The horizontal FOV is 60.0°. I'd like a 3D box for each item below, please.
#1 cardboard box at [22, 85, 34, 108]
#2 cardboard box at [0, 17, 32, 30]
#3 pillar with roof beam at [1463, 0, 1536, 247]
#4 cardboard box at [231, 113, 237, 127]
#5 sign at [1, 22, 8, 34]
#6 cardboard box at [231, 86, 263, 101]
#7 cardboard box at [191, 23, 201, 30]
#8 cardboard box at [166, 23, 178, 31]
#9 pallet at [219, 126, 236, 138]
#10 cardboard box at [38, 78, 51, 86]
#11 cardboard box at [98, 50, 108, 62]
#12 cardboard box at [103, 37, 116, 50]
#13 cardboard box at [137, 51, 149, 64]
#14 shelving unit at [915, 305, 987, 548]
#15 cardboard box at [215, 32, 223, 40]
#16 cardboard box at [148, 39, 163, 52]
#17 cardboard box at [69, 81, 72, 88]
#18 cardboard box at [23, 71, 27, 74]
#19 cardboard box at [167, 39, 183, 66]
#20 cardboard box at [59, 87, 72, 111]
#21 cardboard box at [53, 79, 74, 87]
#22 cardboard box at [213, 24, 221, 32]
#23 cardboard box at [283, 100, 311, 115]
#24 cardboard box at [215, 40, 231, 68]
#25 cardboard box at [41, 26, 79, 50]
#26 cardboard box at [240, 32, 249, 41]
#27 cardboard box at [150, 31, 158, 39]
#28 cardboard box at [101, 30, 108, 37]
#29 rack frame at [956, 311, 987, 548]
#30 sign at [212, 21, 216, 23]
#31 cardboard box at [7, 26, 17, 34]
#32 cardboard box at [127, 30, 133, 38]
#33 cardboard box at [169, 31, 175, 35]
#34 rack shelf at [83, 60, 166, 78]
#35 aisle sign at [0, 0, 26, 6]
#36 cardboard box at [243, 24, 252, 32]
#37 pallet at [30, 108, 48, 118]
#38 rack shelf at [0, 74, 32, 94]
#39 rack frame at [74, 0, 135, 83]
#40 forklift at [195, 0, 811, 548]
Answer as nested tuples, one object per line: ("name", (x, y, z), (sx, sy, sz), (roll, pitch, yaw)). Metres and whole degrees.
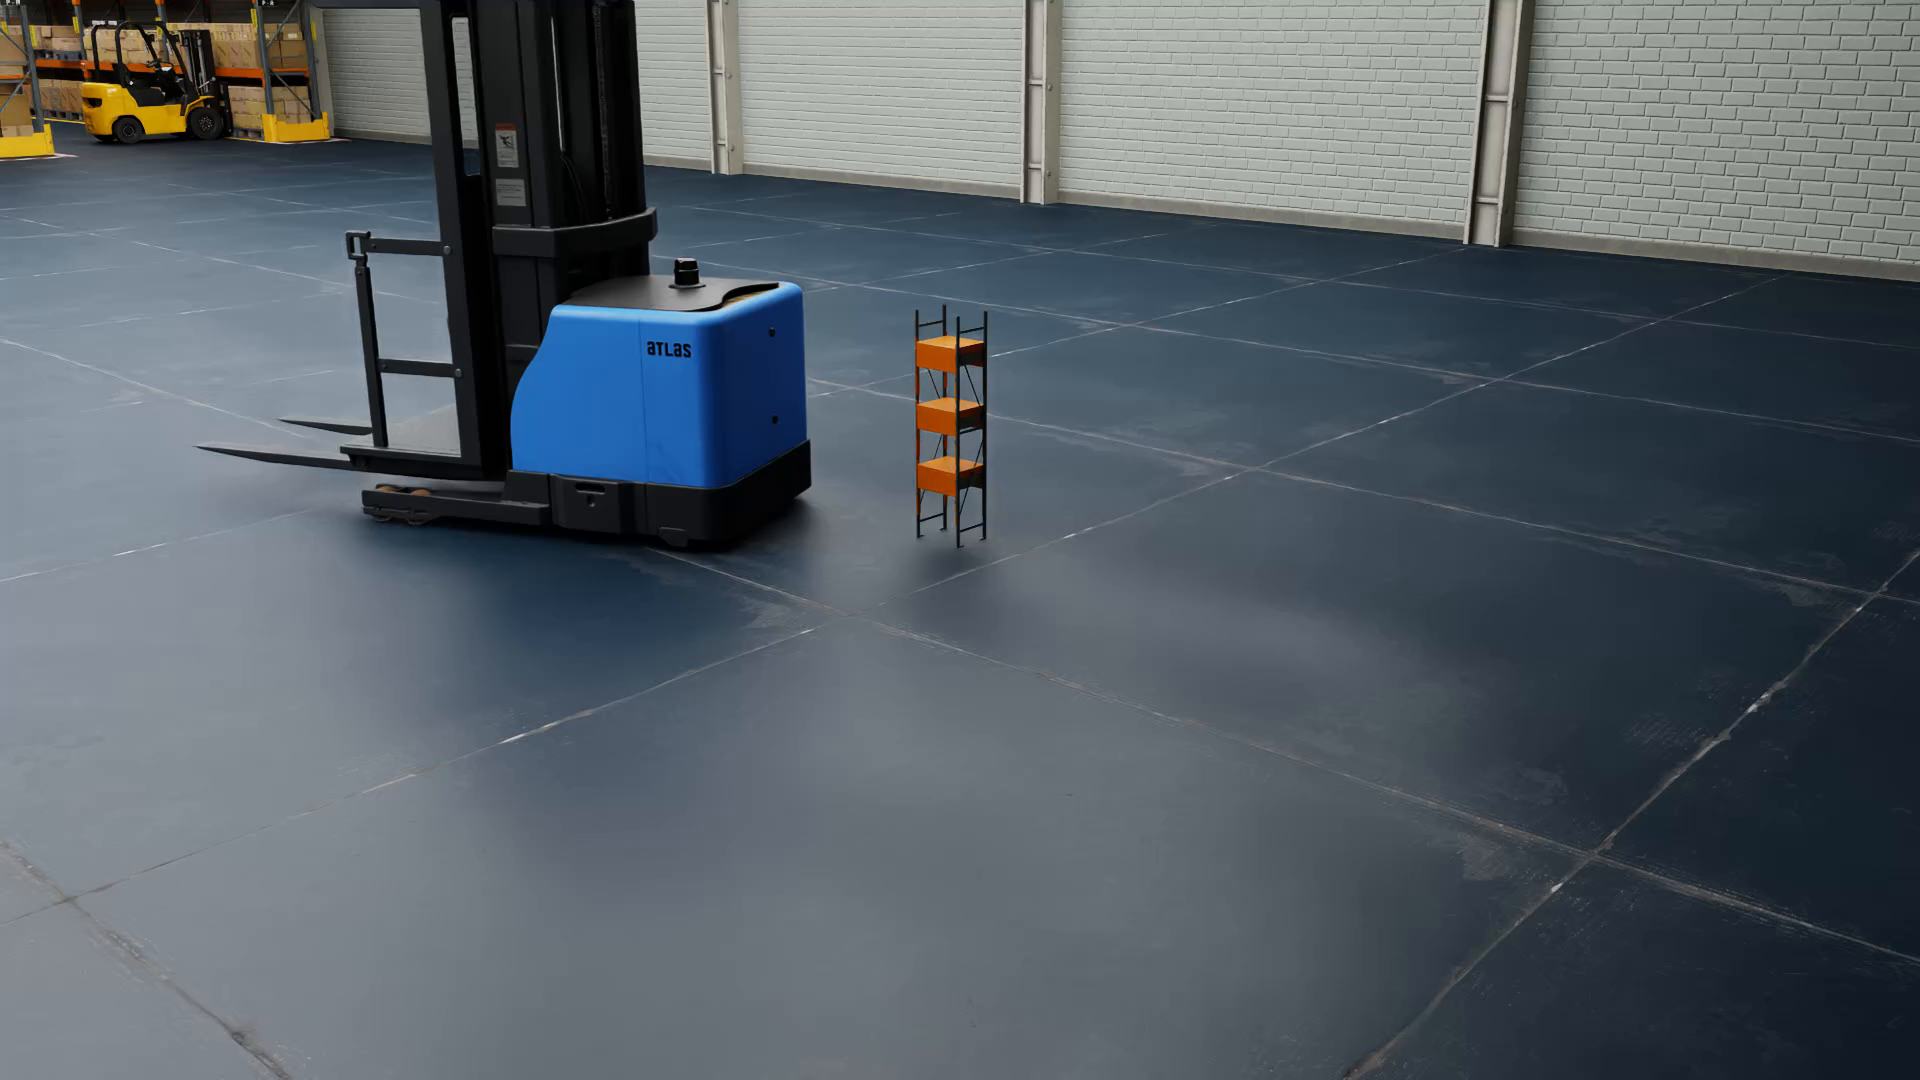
("cardboard box", (-21.293, -10.264, 38.432), (0.500, 0.500, 0.500), (16, 24, 42))
("cardboard box", (-22.443, -12.190, 39.580), (0.500, 0.500, 0.500), (14, 23, 38))
("pillar with roof beam", (2.640, -6.404, 12.914), (0.400, 9.000, 9.100), (15, 23, 39))
("cardboard box", (-13.825, -8.111, 32.060), (0.500, 0.250, 0.500), (15, 23, 40))
("sign", (-21.860, -11.691, 38.061), (0.005, 0.325, 0.100), (15, 23, 39))
("cardboard box", (-13.468, -8.483, 31.581), (0.500, 0.250, 0.500), (16, 23, 40))
("cardboard box", (-14.692, -9.962, 32.314), (0.250, 0.149, 0.380), (15, 23, 38))
("cardboard box", (-15.481, -10.164, 32.951), (0.250, 0.149, 0.380), (16, 23, 40))
("pallet", (-14.038, -8.054, 32.639), (1.213, 0.211, 1.003), (15, 23, 39))
("cardboard box", (-20.956, -10.502, 38.109), (0.250, 0.149, 0.380), (14, 22, 36))
("cardboard box", (-17.971, -10.282, 35.299), (0.500, 0.250, 0.500), (14, 23, 38))
("cardboard box", (-17.591, -10.412, 34.884), (0.500, 0.250, 0.500), (14, 23, 38))
("cardboard box", (-16.452, -9.867, 33.991), (0.500, 0.250, 0.500), (15, 23, 39))
("shelving unit", (-0.040, -0.511, 7.487), (0.252, 1.050, 0.215), (15, 23, 39))
("cardboard box", (-13.951, -9.609, 31.692), (0.250, 0.149, 0.380), (15, 23, 40))
("cardboard box", (-16.059, -10.004, 33.598), (0.500, 0.250, 0.500), (14, 23, 38))
("cardboard box", (-19.444, -10.070, 36.750), (0.250, 0.149, 0.380), (14, 22, 37))
("cardboard box", (-21.374, -10.744, 38.382), (0.250, 0.149, 0.380), (15, 23, 38))
("cardboard box", (-15.363, -9.696, 33.040), (0.500, 0.500, 0.500), (14, 22, 38))
("cardboard box", (-19.733, -9.852, 37.135), (0.500, 0.500, 0.500), (16, 24, 42))
("cardboard box", (-20.174, -10.293, 37.452), (0.250, 0.149, 0.380), (15, 23, 39))
("cardboard box", (-13.959, -9.750, 31.646), (0.250, 0.149, 0.380), (16, 23, 40))
("cardboard box", (-12.744, -8.263, 31.714), (0.500, 0.250, 0.500), (16, 23, 40))
("cardboard box", (-13.838, -9.290, 31.759), (0.500, 0.500, 0.500), (14, 23, 38))
("cardboard box", (-19.857, -11.135, 36.875), (0.637, 0.503, 0.797), (14, 23, 38))
("cardboard box", (-13.186, -9.401, 31.039), (0.250, 0.149, 0.380), (16, 23, 40))
("cardboard box", (-16.130, -10.220, 33.617), (0.250, 0.149, 0.380), (15, 23, 38))
("cardboard box", (-17.857, -10.677, 35.059), (0.250, 0.149, 0.380), (15, 23, 40))
("rack frame", (0.051, -0.487, 7.410), (0.008, 1.050, 0.200), (15, 23, 39))
("sign", (-15.155, -10.373, 33.776), (0.005, 0.325, 0.100), (15, 23, 39))
("cardboard box", (-21.292, -11.503, 38.040), (0.500, 0.500, 0.700), (16, 23, 41))
("cardboard box", (-16.900, -10.422, 34.254), (0.250, 0.149, 0.380), (15, 23, 40))
("cardboard box", (-15.458, -10.030, 33.020), (0.250, 0.149, 0.380), (15, 23, 38))
("rack shelf", (-17.018, -9.855, 34.896), (4.000, 0.370, 1.077), (15, 23, 39))
("aisle sign", (-15.570, -9.167, 27.239), (0.004, 0.787, 0.394), (15, 23, 39))
("cardboard box", (-13.143, -9.559, 31.044), (0.250, 0.149, 0.380), (15, 23, 39))
("pallet", (-20.872, -9.919, 38.518), (1.213, 0.211, 1.003), (15, 23, 39))
("rack shelf", (-17.318, -7.929, 28.825), (4.000, 0.370, 1.077), (15, 23, 39))
("rack frame", (-18.514, -10.600, 36.053), (0.127, 3.000, 1.000), (15, 23, 39))
("forklift", (-2.309, -1.610, 7.839), (3.031, 2.935, 1.130), (6, 18, 17))
